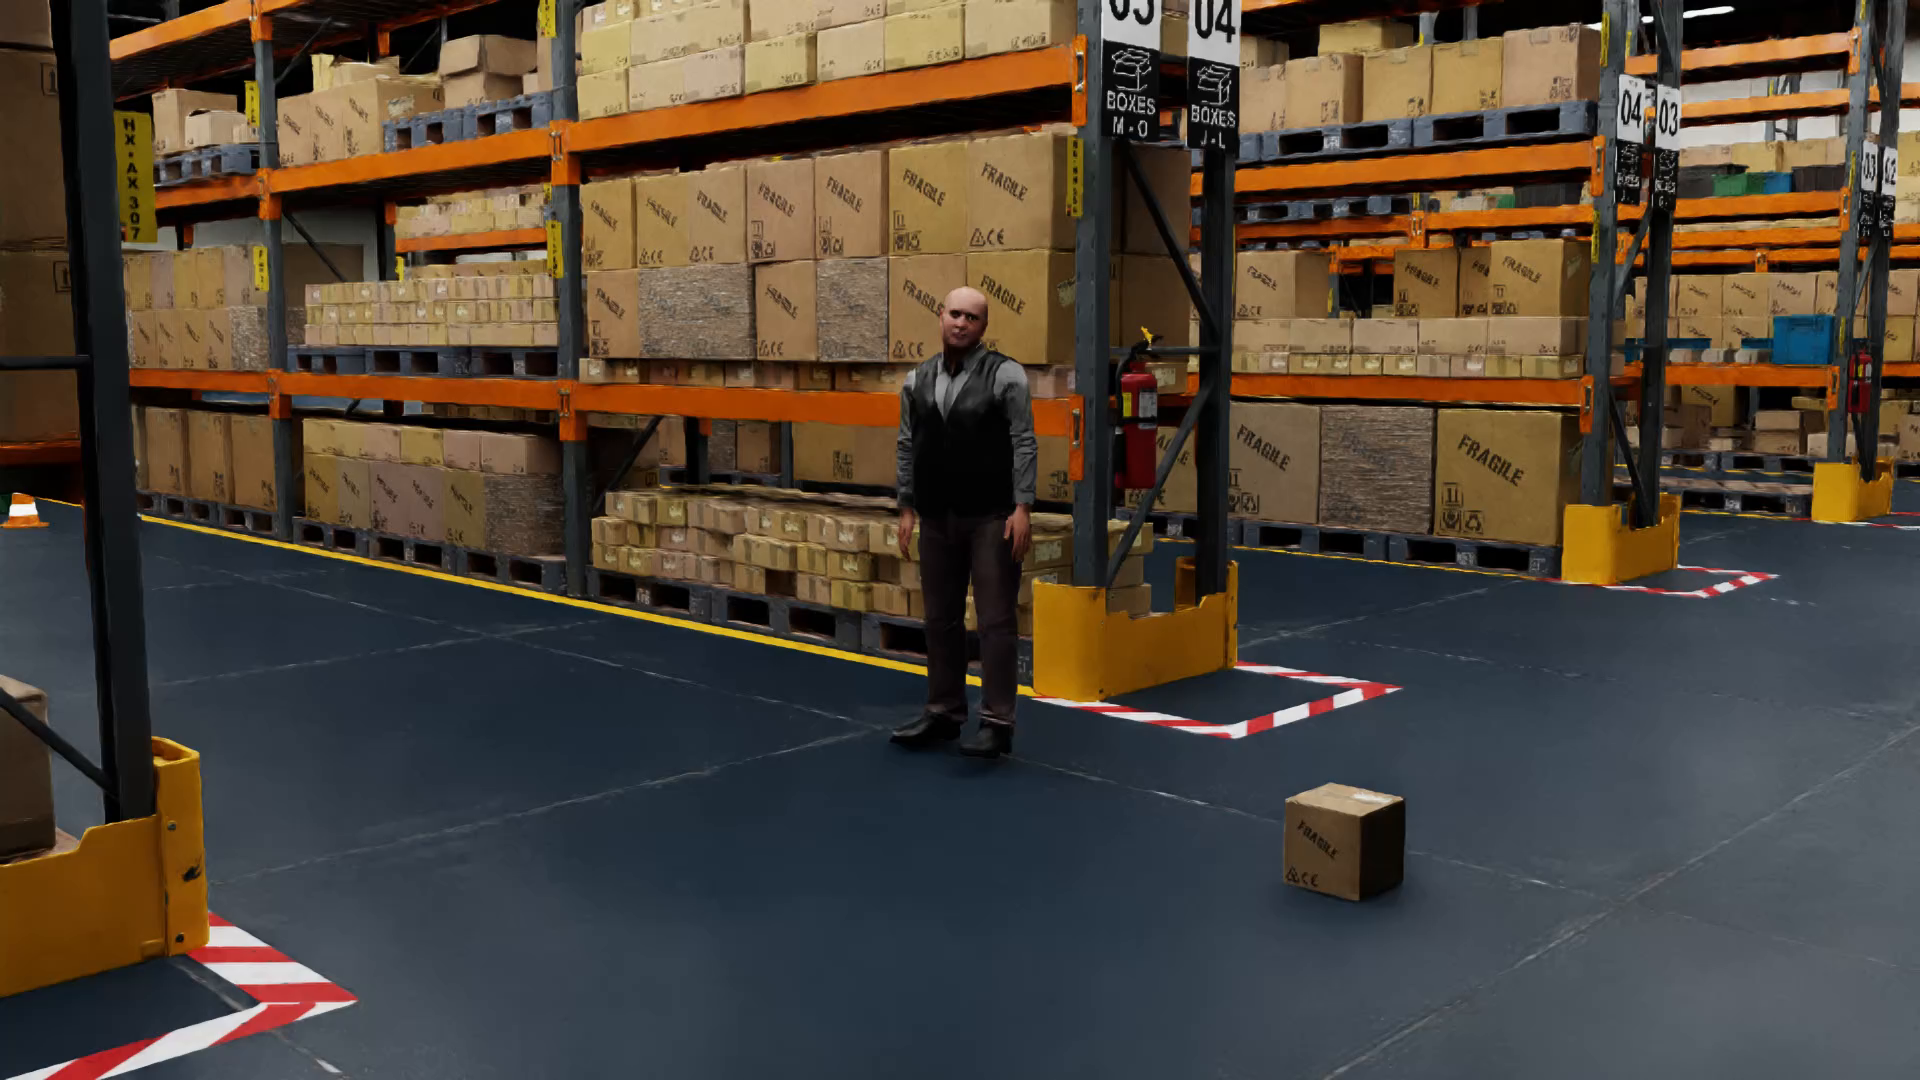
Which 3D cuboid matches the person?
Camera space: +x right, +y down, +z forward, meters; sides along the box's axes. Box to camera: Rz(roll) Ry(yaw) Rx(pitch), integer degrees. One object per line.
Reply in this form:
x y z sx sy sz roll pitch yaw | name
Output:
-0.004 -0.064 6.151 0.588 1.730 0.470 4 8 27 | person
